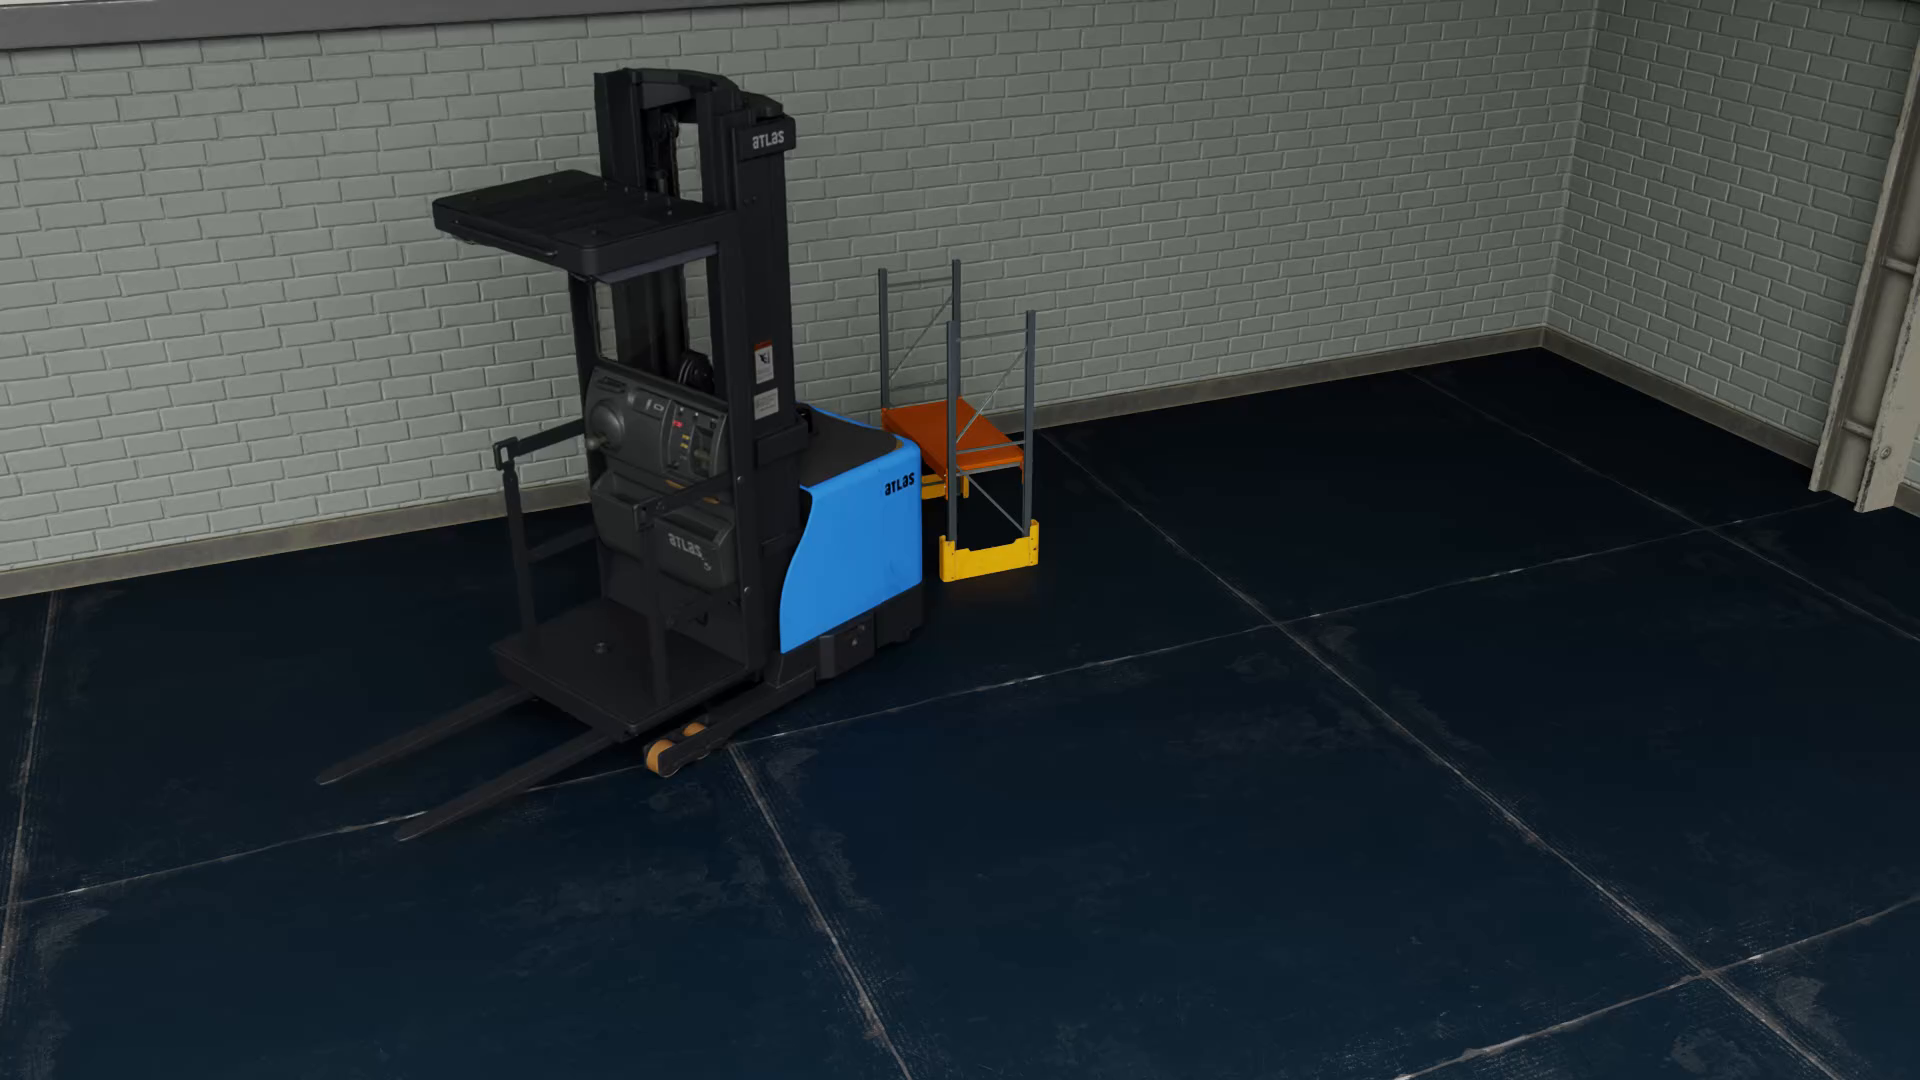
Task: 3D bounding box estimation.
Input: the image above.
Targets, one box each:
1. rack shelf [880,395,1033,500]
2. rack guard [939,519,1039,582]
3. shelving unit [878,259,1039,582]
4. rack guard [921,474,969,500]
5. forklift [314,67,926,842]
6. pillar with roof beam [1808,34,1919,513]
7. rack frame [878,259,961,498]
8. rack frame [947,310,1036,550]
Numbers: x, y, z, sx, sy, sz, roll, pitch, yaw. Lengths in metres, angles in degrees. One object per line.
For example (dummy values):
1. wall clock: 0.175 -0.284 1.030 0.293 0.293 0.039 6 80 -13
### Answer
1. rack shelf: -0.033 -0.547 9.570 0.538 0.185 1.000 -11 28 -21
2. rack guard: 0.165 0.058 9.346 0.587 0.250 0.087 -11 28 -21
3. shelving unit: -0.030 -0.705 9.484 0.587 1.500 1.083 -11 28 -21
4. rack guard: -0.225 -0.344 10.170 0.587 0.250 0.087 -11 28 -21
5. forklift: -1.526 -0.492 7.416 1.130 2.935 3.031 21 33 36
6. pillar with roof beam: 1.565 -3.575 6.815 9.100 9.000 0.400 -11 28 -21
7. rack frame: -0.232 -0.914 9.912 0.500 1.500 0.032 -11 28 -21
8. rack frame: 0.166 -0.503 9.071 0.500 1.500 0.032 -11 28 -21
